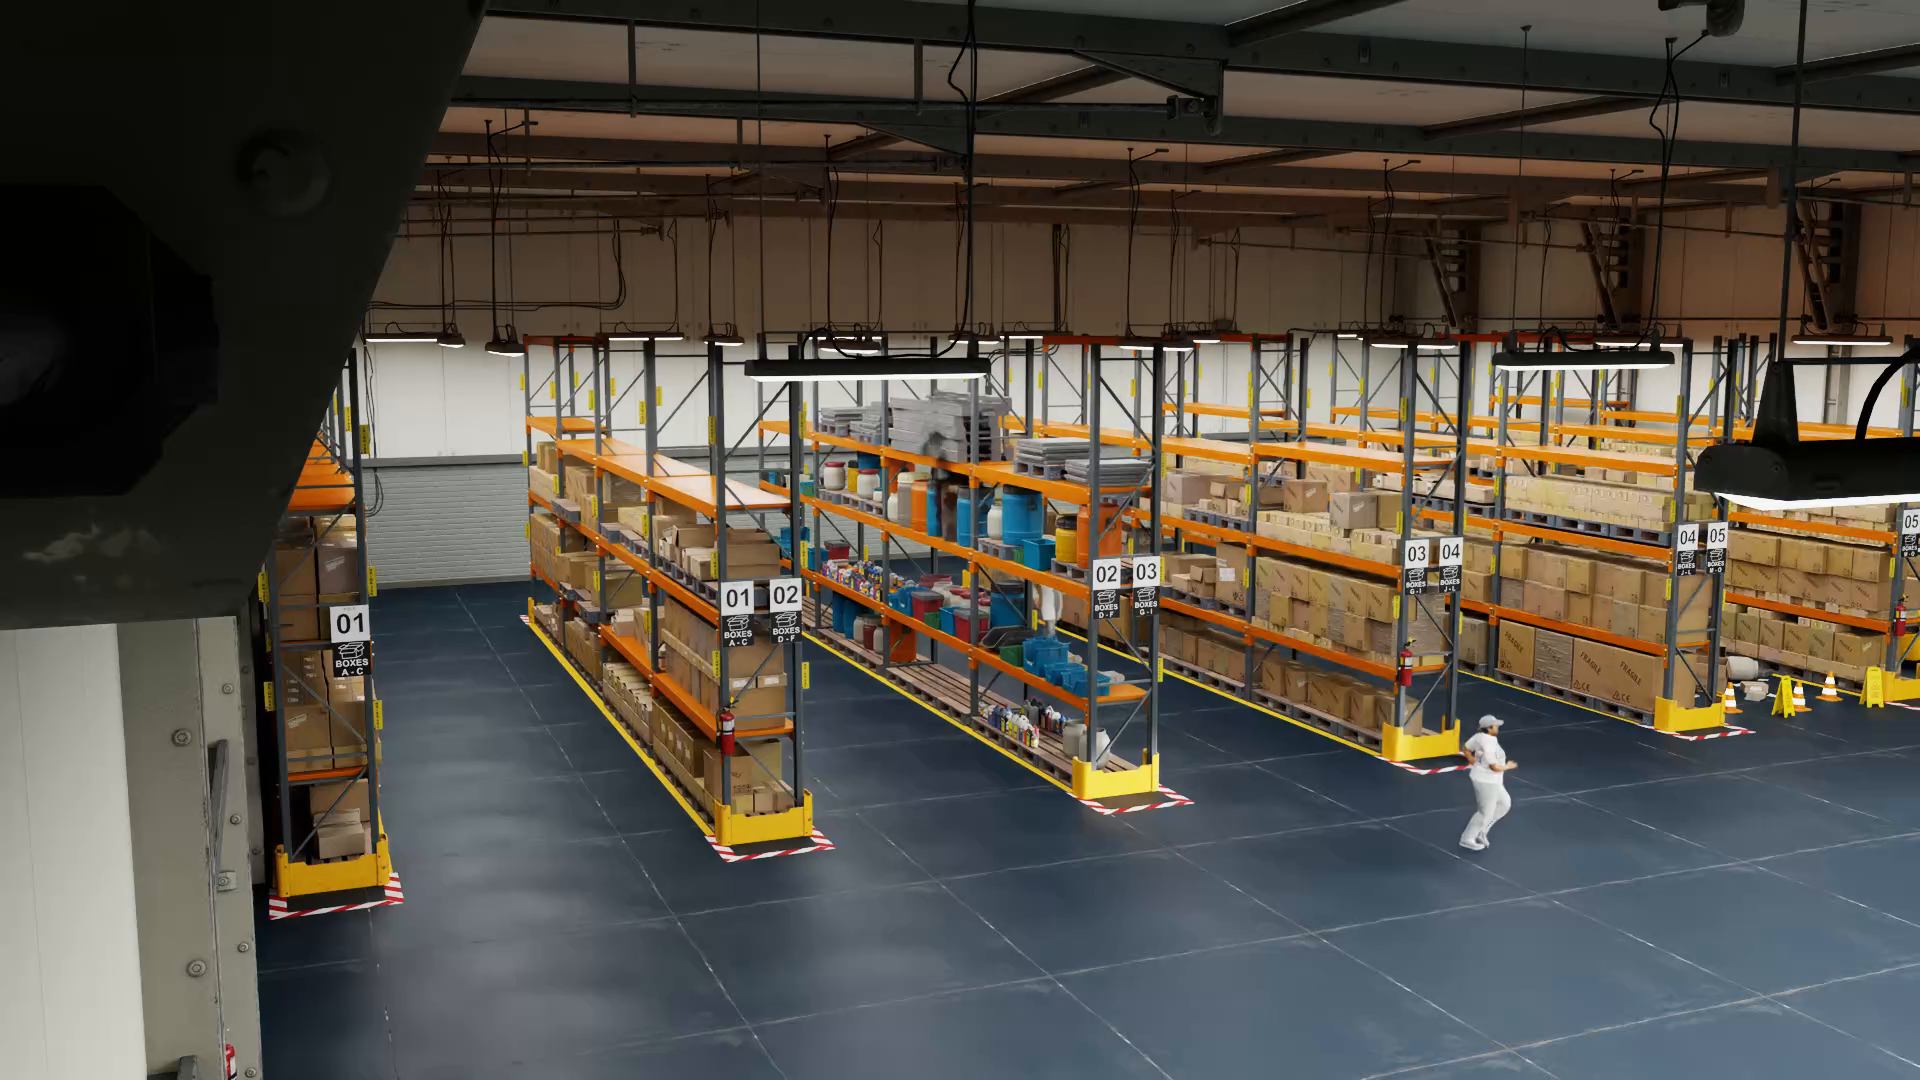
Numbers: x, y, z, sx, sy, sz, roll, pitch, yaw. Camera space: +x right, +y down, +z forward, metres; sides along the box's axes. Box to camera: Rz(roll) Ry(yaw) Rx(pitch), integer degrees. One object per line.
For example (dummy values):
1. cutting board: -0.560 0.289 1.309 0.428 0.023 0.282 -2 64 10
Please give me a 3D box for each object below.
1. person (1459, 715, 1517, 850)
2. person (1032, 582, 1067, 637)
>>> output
1. person: 6.298 2.887 19.809 0.643 1.648 0.579 1 8 8
2. person: 1.618 1.229 29.525 0.663 1.853 0.855 -5 9 -33
